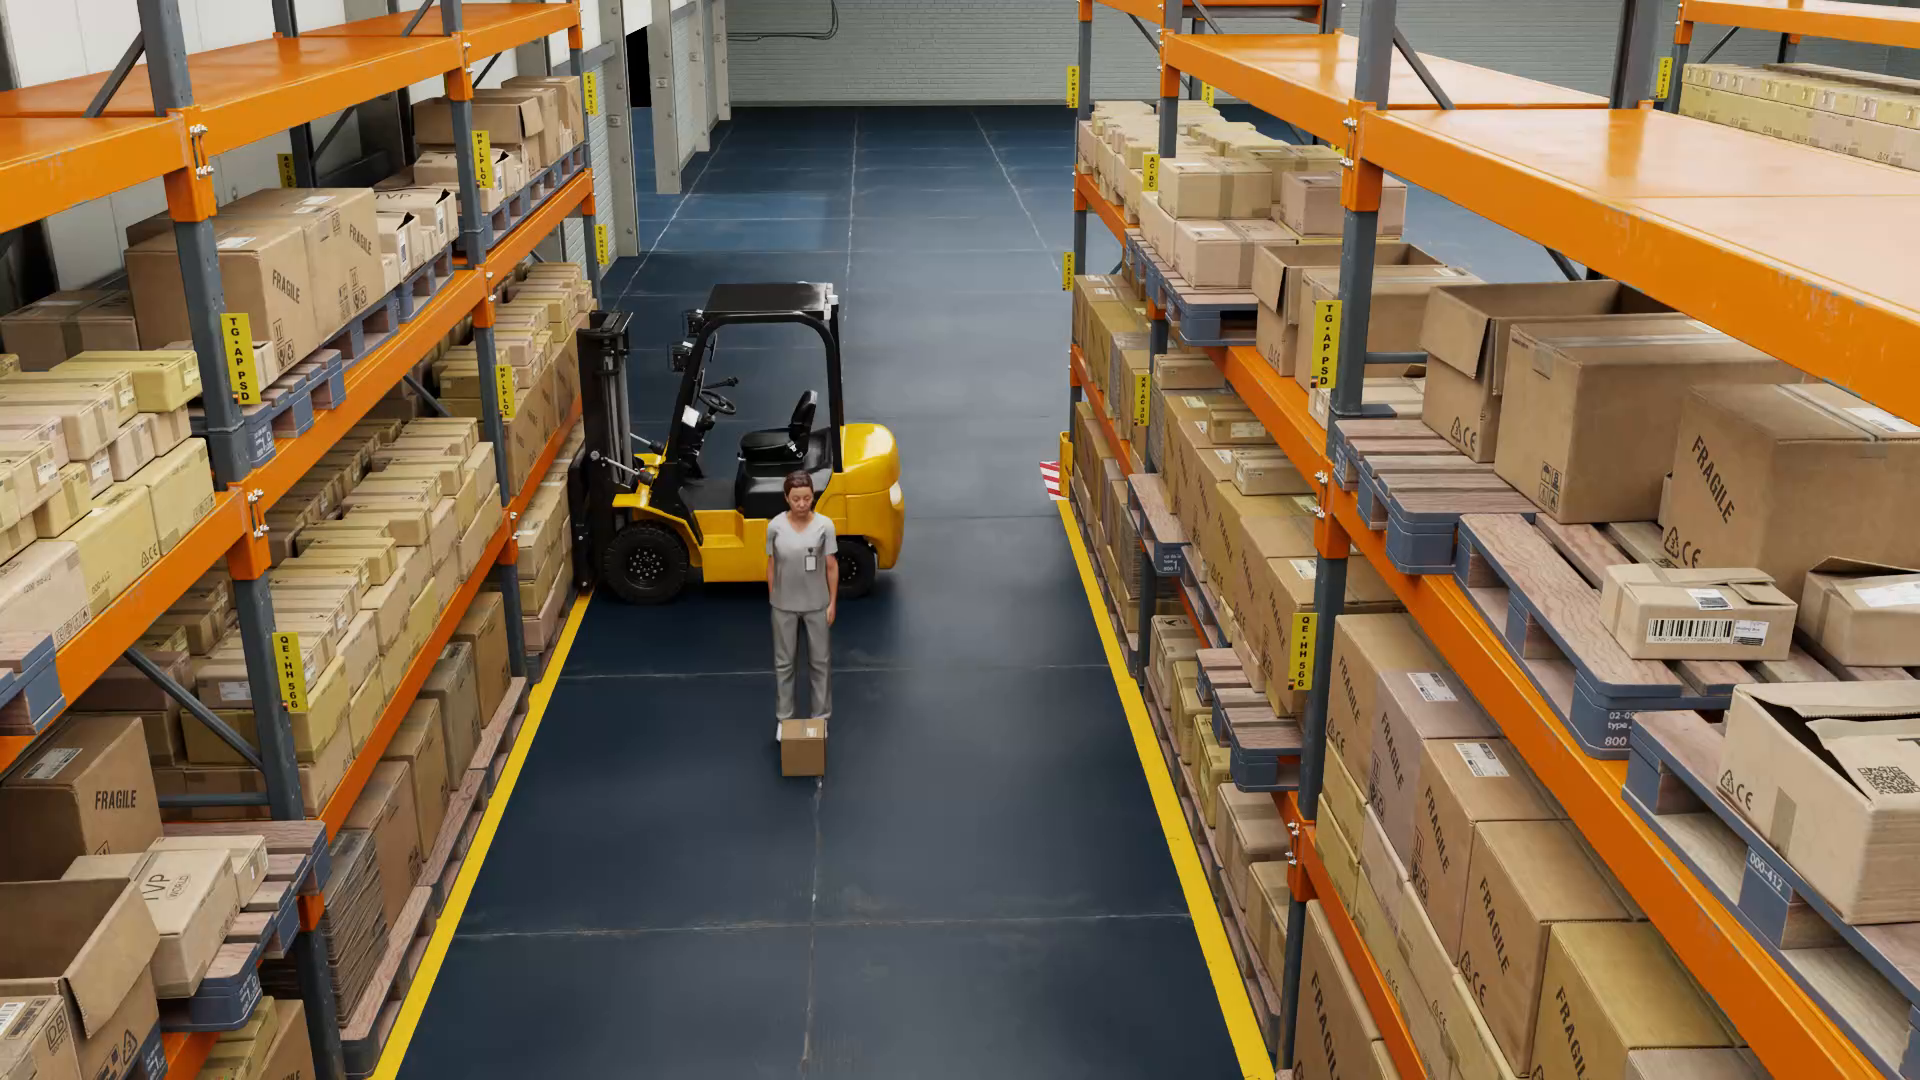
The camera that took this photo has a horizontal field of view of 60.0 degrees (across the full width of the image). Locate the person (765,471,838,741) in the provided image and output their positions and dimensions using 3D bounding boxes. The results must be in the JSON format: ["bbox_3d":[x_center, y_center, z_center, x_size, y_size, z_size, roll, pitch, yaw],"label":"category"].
[{"bbox_3d":[-0.947,0.394,10.028,0.436,1.676,0.375,-1,20,-2],"label":"person"}]
